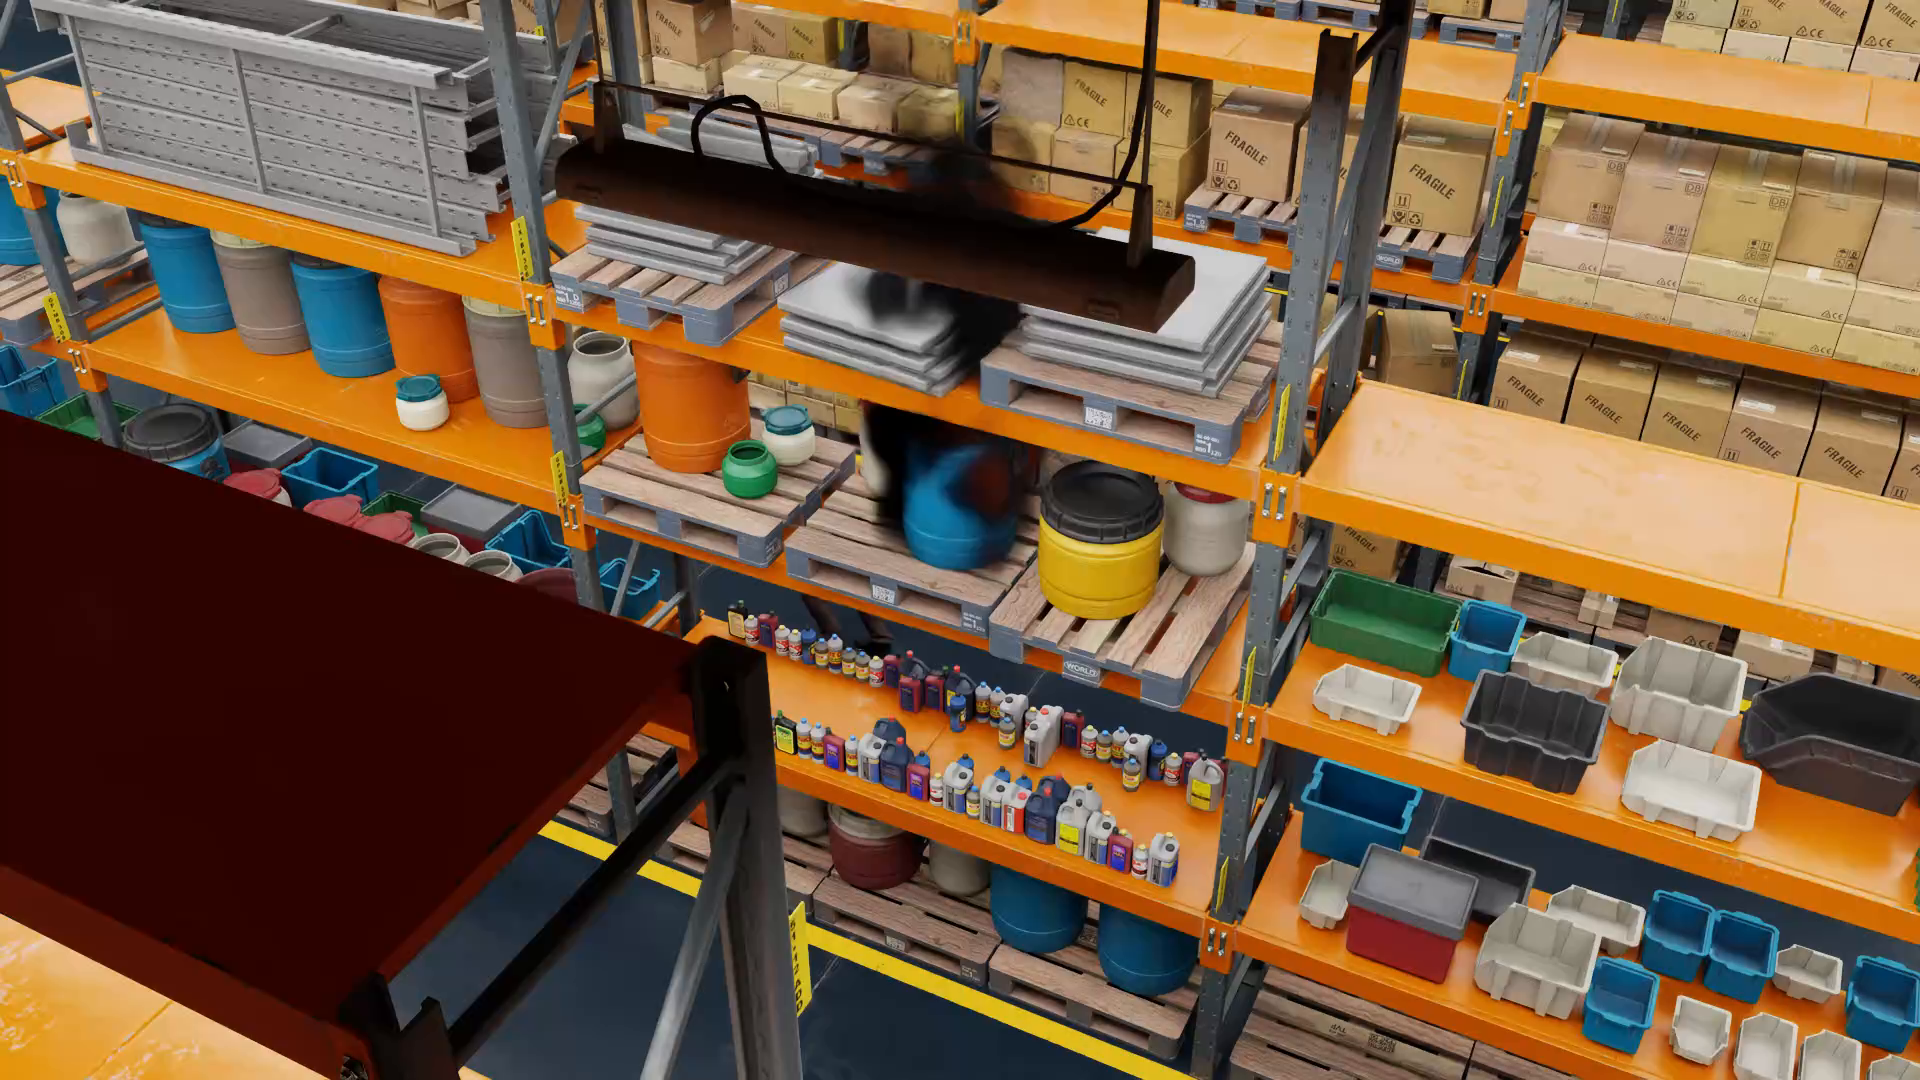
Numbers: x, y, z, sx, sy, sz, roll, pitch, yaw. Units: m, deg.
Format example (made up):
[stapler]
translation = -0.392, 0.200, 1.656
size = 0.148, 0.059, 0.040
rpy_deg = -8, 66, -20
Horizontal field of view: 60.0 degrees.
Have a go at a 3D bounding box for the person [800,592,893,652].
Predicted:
[person]
translation = -0.872, 0.166, 12.227
size = 0.756, 1.694, 0.635
rpy_deg = 13, 37, 18
